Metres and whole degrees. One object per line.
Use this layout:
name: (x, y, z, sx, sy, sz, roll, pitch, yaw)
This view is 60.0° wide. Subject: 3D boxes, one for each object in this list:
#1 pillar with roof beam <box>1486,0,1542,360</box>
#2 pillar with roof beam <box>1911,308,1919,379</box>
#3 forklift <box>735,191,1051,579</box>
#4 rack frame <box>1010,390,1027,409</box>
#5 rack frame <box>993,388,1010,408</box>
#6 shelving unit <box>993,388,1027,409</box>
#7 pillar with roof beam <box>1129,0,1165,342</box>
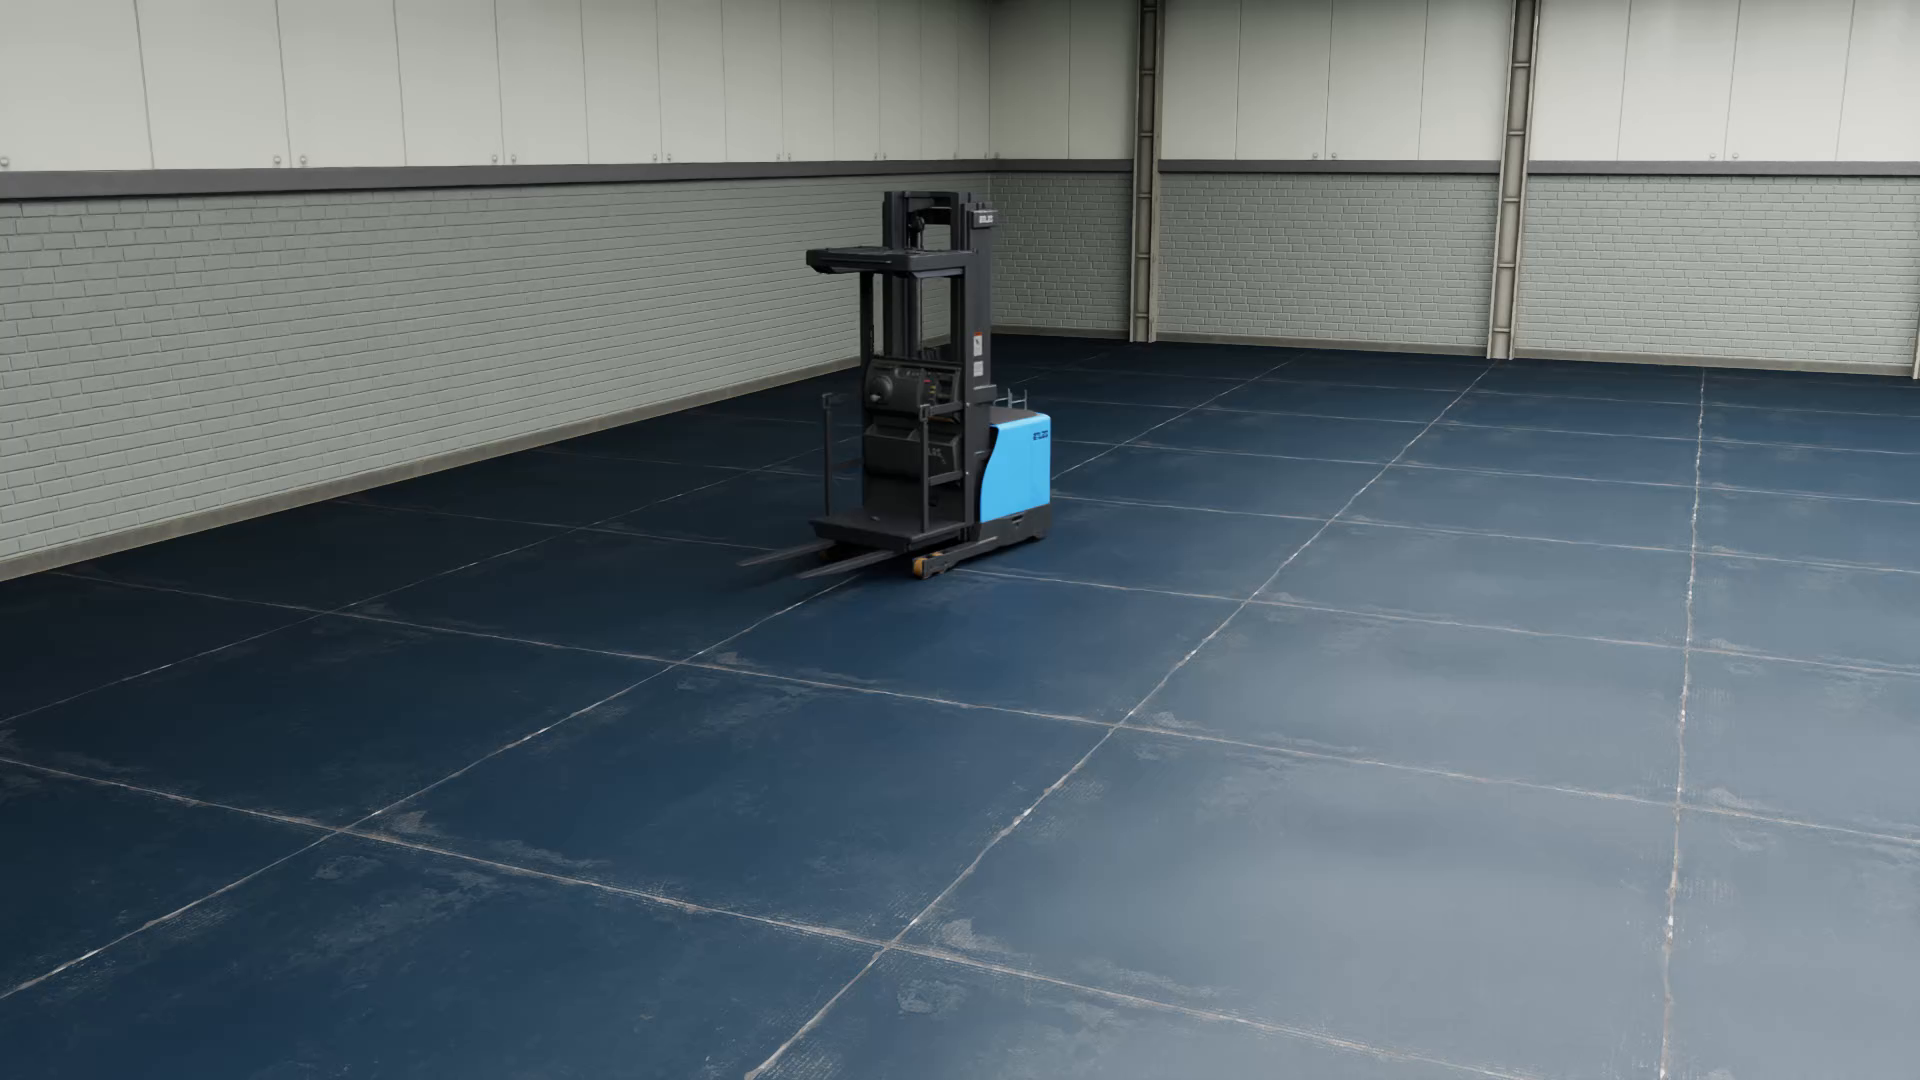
pillar with roof beam: (6.942, -6.409, 21.869, 0.400, 9.000, 9.100, 6, 14, 23)
pillar with roof beam: (12.427, -5.854, 19.503, 0.400, 9.000, 9.100, 6, 14, 23)
forklift: (-0.509, -1.253, 13.179, 1.130, 2.935, 3.031, 10, 16, 36)
rack frame: (0.508, -0.712, 14.660, 0.006, 1.200, 0.240, 10, 16, 36)
rack frame: (0.363, -0.737, 14.768, 0.006, 1.200, 0.240, 10, 16, 36)
shelving unit: (0.436, -0.725, 14.714, 0.189, 1.200, 0.258, 10, 16, 36)
pillar with roof beam: (1.456, -6.964, 24.235, 0.400, 9.000, 9.100, 6, 14, 23)
